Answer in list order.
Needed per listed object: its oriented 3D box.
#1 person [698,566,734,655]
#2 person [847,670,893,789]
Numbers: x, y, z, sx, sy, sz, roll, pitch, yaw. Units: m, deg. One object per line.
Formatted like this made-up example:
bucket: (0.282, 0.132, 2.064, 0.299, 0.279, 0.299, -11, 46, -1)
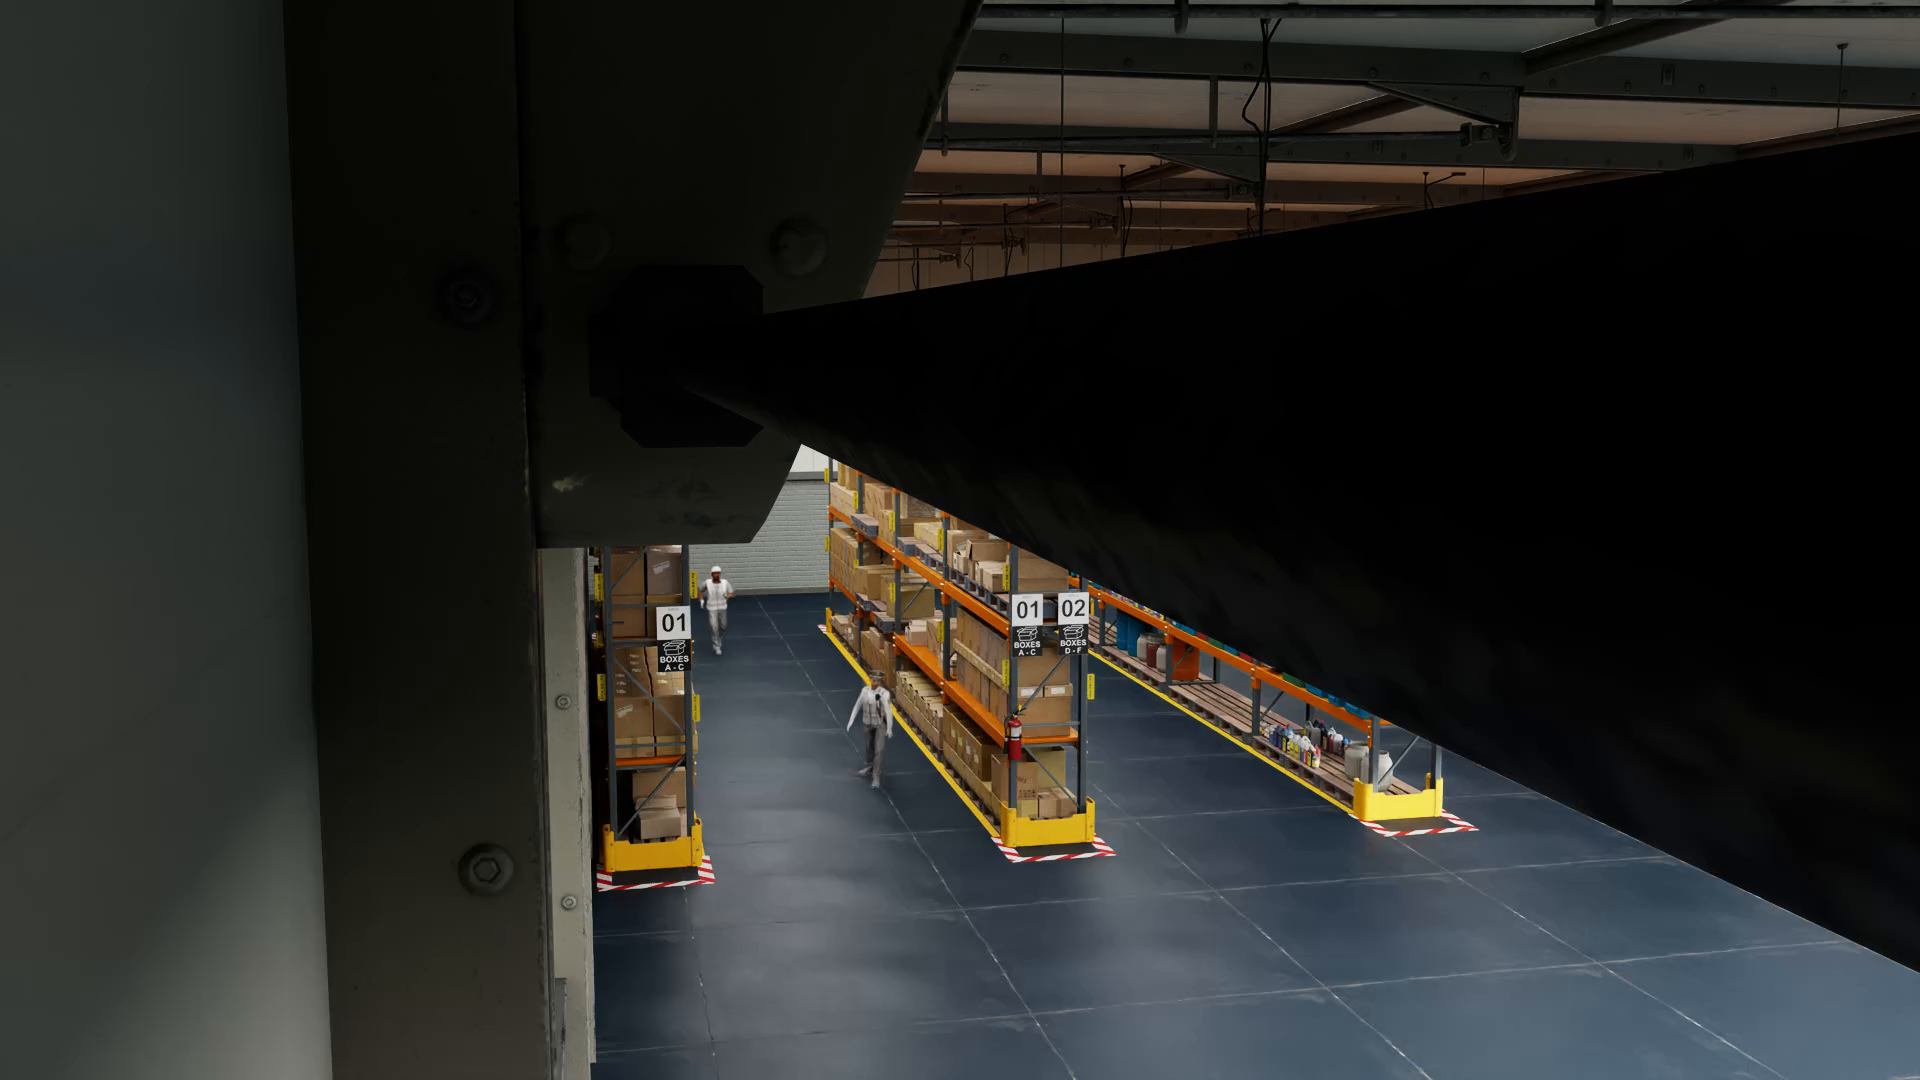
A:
person: (-4.949, 1.410, 33.865, 0.691, 1.762, 0.995, -2, 7, -19)
person: (-1.277, 2.678, 23.987, 0.661, 1.663, 0.745, 3, 7, 21)
